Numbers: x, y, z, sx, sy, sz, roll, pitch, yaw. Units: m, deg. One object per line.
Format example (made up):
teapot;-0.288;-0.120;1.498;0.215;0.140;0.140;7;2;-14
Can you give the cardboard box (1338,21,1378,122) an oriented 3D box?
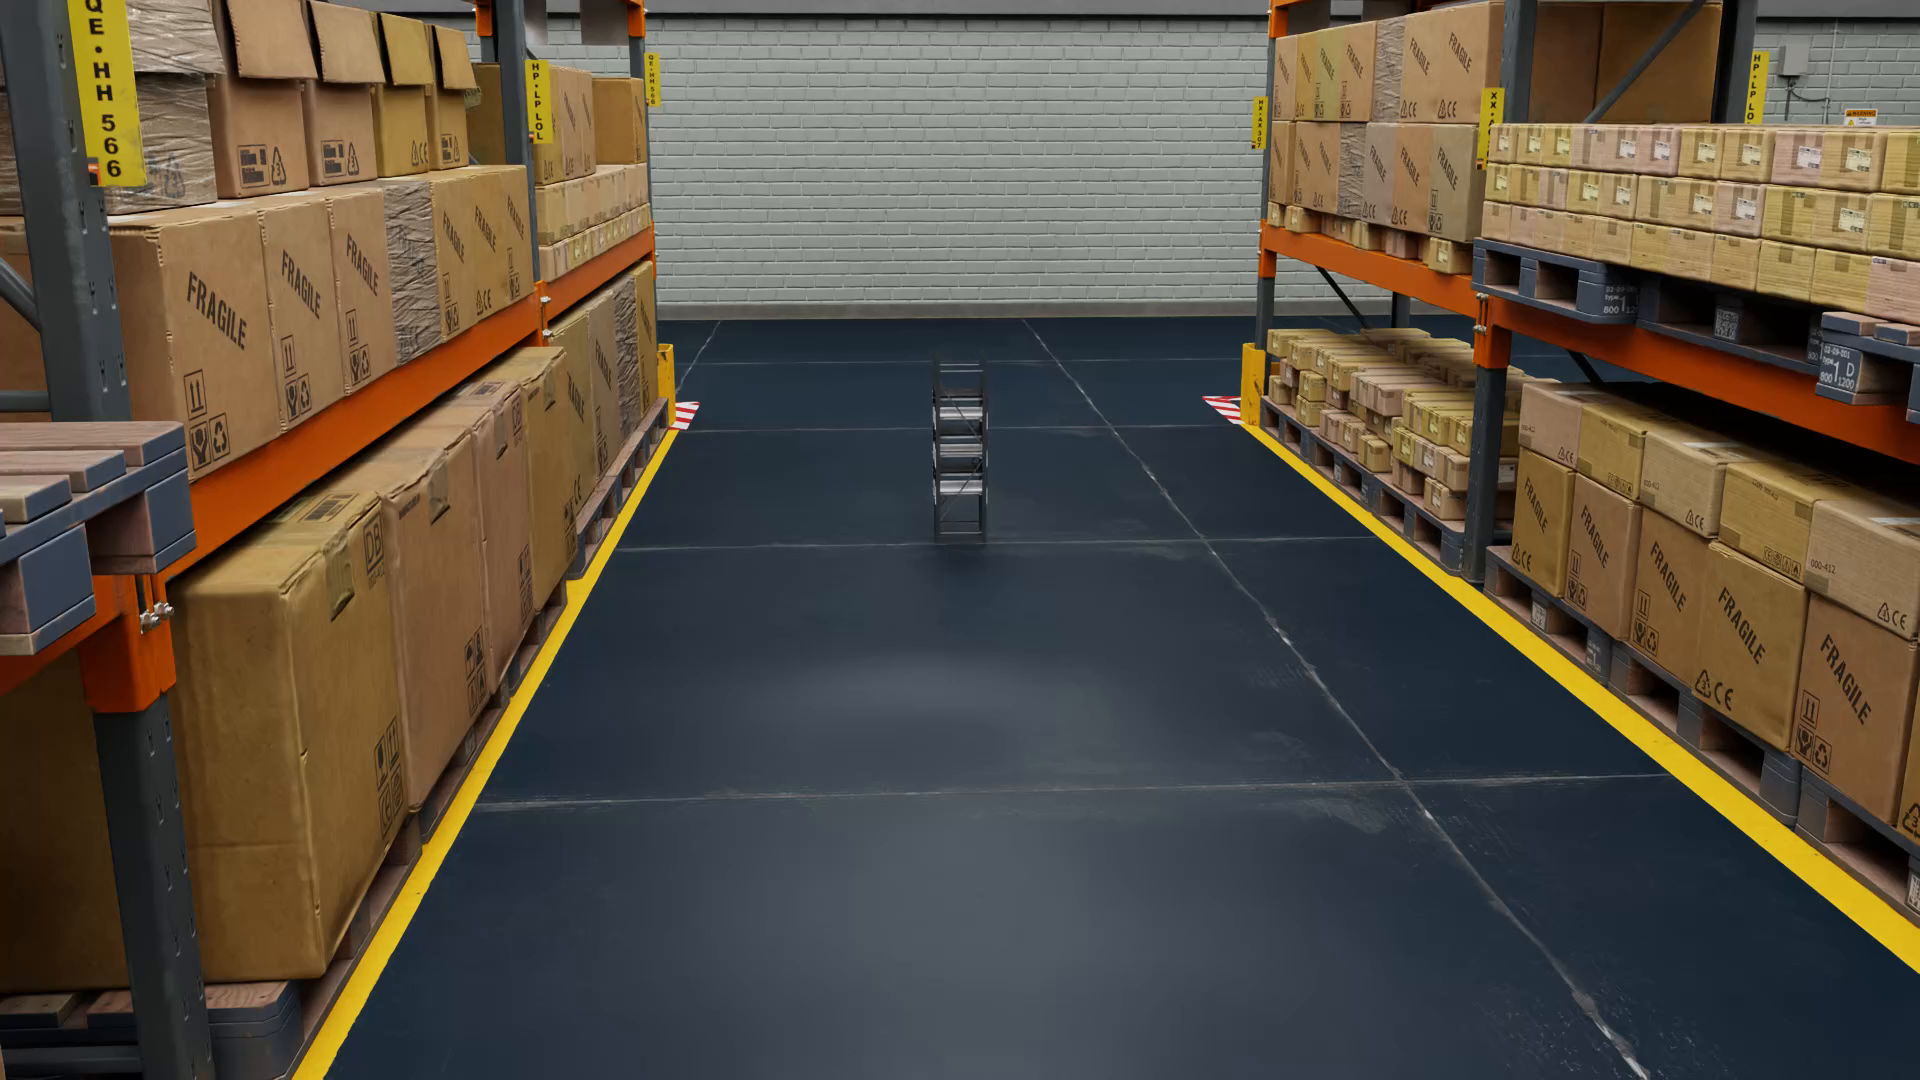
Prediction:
cardboard box;2.319;-2.451;8.730;0.500;0.500;0.500;-1;14;-5

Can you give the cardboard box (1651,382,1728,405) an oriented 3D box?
cardboard box;3.020;-0.452;6.433;0.500;0.250;0.500;-1;14;-5

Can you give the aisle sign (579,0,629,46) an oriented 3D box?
aisle sign;-2.188;-3.502;10.402;0.394;0.787;0.004;-1;14;-3

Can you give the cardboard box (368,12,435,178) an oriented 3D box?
cardboard box;-2.157;-1.431;5.353;0.797;0.503;0.637;-1;14;-3

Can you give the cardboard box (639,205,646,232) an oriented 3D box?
cardboard box;-2.115;-1.951;10.094;0.380;0.149;0.250;-1;14;-3

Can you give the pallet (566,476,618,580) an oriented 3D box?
pallet;-2.204;-0.066;7.859;1.003;0.211;1.213;-1;14;-3

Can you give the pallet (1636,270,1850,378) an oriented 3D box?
pallet;2.806;-0.681;5.040;1.003;0.211;1.213;-1;14;-3

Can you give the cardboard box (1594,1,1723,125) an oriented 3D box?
cardboard box;2.937;-2.070;7.248;0.500;0.500;0.500;-1;14;-2

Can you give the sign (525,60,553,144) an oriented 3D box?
sign;-1.694;-1.759;6.679;0.100;0.325;0.005;-1;14;-3

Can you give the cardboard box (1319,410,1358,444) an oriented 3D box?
cardboard box;2.253;-0.644;9.387;0.380;0.149;0.250;-2;15;-6

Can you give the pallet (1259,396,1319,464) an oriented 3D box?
pallet;2.493;-0.700;10.325;1.003;0.211;1.213;-1;14;-3

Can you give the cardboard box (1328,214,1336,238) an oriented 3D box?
cardboard box;2.332;-1.804;9.524;0.380;0.149;0.250;-1;14;-4

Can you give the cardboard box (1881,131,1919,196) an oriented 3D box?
cardboard box;2.452;-0.895;3.952;0.380;0.149;0.250;0;14;-2

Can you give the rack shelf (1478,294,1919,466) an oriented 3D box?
rack shelf;2.845;-0.432;5.128;1.077;0.370;4.000;-1;14;-3

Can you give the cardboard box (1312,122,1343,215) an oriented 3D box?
cardboard box;2.302;-2.094;9.348;0.500;0.500;0.500;-1;14;-3

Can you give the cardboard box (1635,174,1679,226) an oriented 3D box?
cardboard box;2.373;-1.072;5.237;0.380;0.149;0.250;-1;14;-4

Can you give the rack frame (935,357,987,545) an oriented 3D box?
rack frame;0.006;-0.413;7.824;0.240;0.900;0.006;-1;14;-3

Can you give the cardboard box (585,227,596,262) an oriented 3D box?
cardboard box;-1.989;-1.443;8.119;0.380;0.149;0.250;-1;14;-4

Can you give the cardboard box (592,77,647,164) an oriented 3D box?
cardboard box;-2.191;-2.538;10.071;0.500;0.500;0.500;-1;14;-3

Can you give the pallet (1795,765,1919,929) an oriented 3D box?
pallet;2.922;0.873;4.208;1.003;0.211;1.213;-1;14;-3

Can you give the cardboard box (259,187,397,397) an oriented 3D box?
cardboard box;-1.816;-0.660;4.372;0.500;0.500;0.500;-1;14;-4

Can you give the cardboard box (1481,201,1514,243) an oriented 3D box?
cardboard box;2.287;-1.254;6.542;0.380;0.149;0.250;-2;15;-6

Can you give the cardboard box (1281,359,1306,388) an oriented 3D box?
cardboard box;2.210;-1.036;10.314;0.380;0.149;0.250;-1;14;-4

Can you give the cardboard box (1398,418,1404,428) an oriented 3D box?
cardboard box;2.404;-0.515;8.290;0.380;0.149;0.250;-1;14;-3

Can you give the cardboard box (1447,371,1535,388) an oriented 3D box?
cardboard box;2.812;-0.804;8.817;0.380;0.149;0.250;-1;15;-6

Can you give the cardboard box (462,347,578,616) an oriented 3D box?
cardboard box;-2.176;-0.242;6.367;1.225;0.875;0.875;-1;14;-3

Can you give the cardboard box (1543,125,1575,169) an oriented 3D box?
cardboard box;2.323;-1.409;5.951;0.380;0.149;0.250;-1;14;-3

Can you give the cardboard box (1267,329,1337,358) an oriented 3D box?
cardboard box;2.167;-1.248;10.540;0.380;0.149;0.250;-2;15;-6

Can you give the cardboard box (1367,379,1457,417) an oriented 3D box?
cardboard box;2.314;-0.729;8.525;0.380;0.149;0.250;-2;15;-6

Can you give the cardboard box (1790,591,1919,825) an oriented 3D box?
cardboard box;2.639;0.436;4.487;0.500;0.500;0.500;0;14;-1

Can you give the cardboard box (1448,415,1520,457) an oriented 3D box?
cardboard box;2.439;-0.473;7.529;0.380;0.149;0.250;0;14;-2

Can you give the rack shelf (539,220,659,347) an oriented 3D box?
rack shelf;-2.359;-1.375;8.795;1.077;0.370;4.000;-1;14;-3

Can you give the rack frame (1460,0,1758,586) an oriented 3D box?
rack frame;2.721;-1.277;6.972;1.000;3.000;0.127;-1;14;-3

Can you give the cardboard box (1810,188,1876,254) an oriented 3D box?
cardboard box;2.432;-0.818;4.251;0.380;0.149;0.250;-1;14;-3

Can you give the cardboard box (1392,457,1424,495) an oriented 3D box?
cardboard box;2.344;-0.323;8.141;0.380;0.149;0.250;-1;14;-5

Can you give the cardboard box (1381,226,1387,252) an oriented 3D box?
cardboard box;2.388;-1.549;8.530;0.380;0.149;0.250;-1;14;-4

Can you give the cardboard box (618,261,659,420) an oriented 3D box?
cardboard box;-2.364;-1.237;10.237;0.875;0.875;0.875;-1;14;-3

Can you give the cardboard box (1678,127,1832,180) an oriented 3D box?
cardboard box;2.388;-1.154;4.958;0.380;0.149;0.250;0;14;-2

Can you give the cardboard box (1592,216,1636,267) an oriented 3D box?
cardboard box;2.352;-0.997;5.544;0.380;0.149;0.250;-2;15;-6

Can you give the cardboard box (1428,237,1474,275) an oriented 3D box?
cardboard box;2.345;-1.286;7.507;0.380;0.149;0.250;-1;14;-5

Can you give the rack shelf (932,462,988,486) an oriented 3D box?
rack shelf;0.000;-0.318;7.953;0.258;0.077;0.200;-1;14;-3

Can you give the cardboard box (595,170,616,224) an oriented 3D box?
cardboard box;-2.089;-1.794;8.682;0.500;0.250;0.500;-1;14;-3

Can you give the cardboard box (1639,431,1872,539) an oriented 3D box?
cardboard box;2.566;-0.186;5.399;0.500;0.250;0.500;0;14;-1

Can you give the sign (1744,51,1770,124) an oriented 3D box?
sign;3.275;-1.848;6.864;0.100;0.325;0.005;-1;14;-3

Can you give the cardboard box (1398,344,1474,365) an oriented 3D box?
cardboard box;2.813;-1.064;9.827;0.380;0.149;0.250;-1;15;-6

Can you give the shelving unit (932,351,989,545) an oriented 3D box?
shelving unit;0.000;-0.438;7.922;0.258;0.900;0.210;-1;14;-3

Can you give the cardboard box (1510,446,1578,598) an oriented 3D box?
cardboard box;2.502;-0.082;6.501;0.500;0.500;0.500;0;14;-1

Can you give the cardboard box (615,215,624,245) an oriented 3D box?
cardboard box;-2.051;-1.697;9.107;0.380;0.149;0.250;-1;14;-3

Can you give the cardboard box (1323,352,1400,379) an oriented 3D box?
cardboard box;2.298;-0.987;9.526;0.380;0.149;0.250;0;14;-1

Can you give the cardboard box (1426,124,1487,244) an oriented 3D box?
cardboard box;2.409;-1.586;7.373;0.500;0.500;0.500;-1;14;-3

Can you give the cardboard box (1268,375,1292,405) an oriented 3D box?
cardboard box;2.186;-0.960;10.615;0.380;0.149;0.250;-1;14;-2

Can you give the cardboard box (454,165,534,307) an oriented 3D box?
cardboard box;-1.934;-1.162;6.324;0.500;0.500;0.500;-1;14;-3

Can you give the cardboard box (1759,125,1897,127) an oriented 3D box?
cardboard box;2.989;-1.354;5.737;0.380;0.149;0.250;-1;14;-4

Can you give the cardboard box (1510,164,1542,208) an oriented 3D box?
cardboard box;2.305;-1.334;6.255;0.380;0.149;0.250;-1;14;-5

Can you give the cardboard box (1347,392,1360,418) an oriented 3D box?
cardboard box;2.391;-0.780;9.318;0.380;0.149;0.250;0;14;-1

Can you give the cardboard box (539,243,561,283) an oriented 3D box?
cardboard box;-1.922;-1.183;7.109;0.380;0.149;0.250;-1;14;-3

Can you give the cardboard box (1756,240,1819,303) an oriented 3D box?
cardboard box;2.420;-0.735;4.523;0.380;0.149;0.250;-2;15;-6

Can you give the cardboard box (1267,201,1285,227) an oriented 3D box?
cardboard box;2.166;-2.065;10.537;0.380;0.149;0.250;-1;14;-4
